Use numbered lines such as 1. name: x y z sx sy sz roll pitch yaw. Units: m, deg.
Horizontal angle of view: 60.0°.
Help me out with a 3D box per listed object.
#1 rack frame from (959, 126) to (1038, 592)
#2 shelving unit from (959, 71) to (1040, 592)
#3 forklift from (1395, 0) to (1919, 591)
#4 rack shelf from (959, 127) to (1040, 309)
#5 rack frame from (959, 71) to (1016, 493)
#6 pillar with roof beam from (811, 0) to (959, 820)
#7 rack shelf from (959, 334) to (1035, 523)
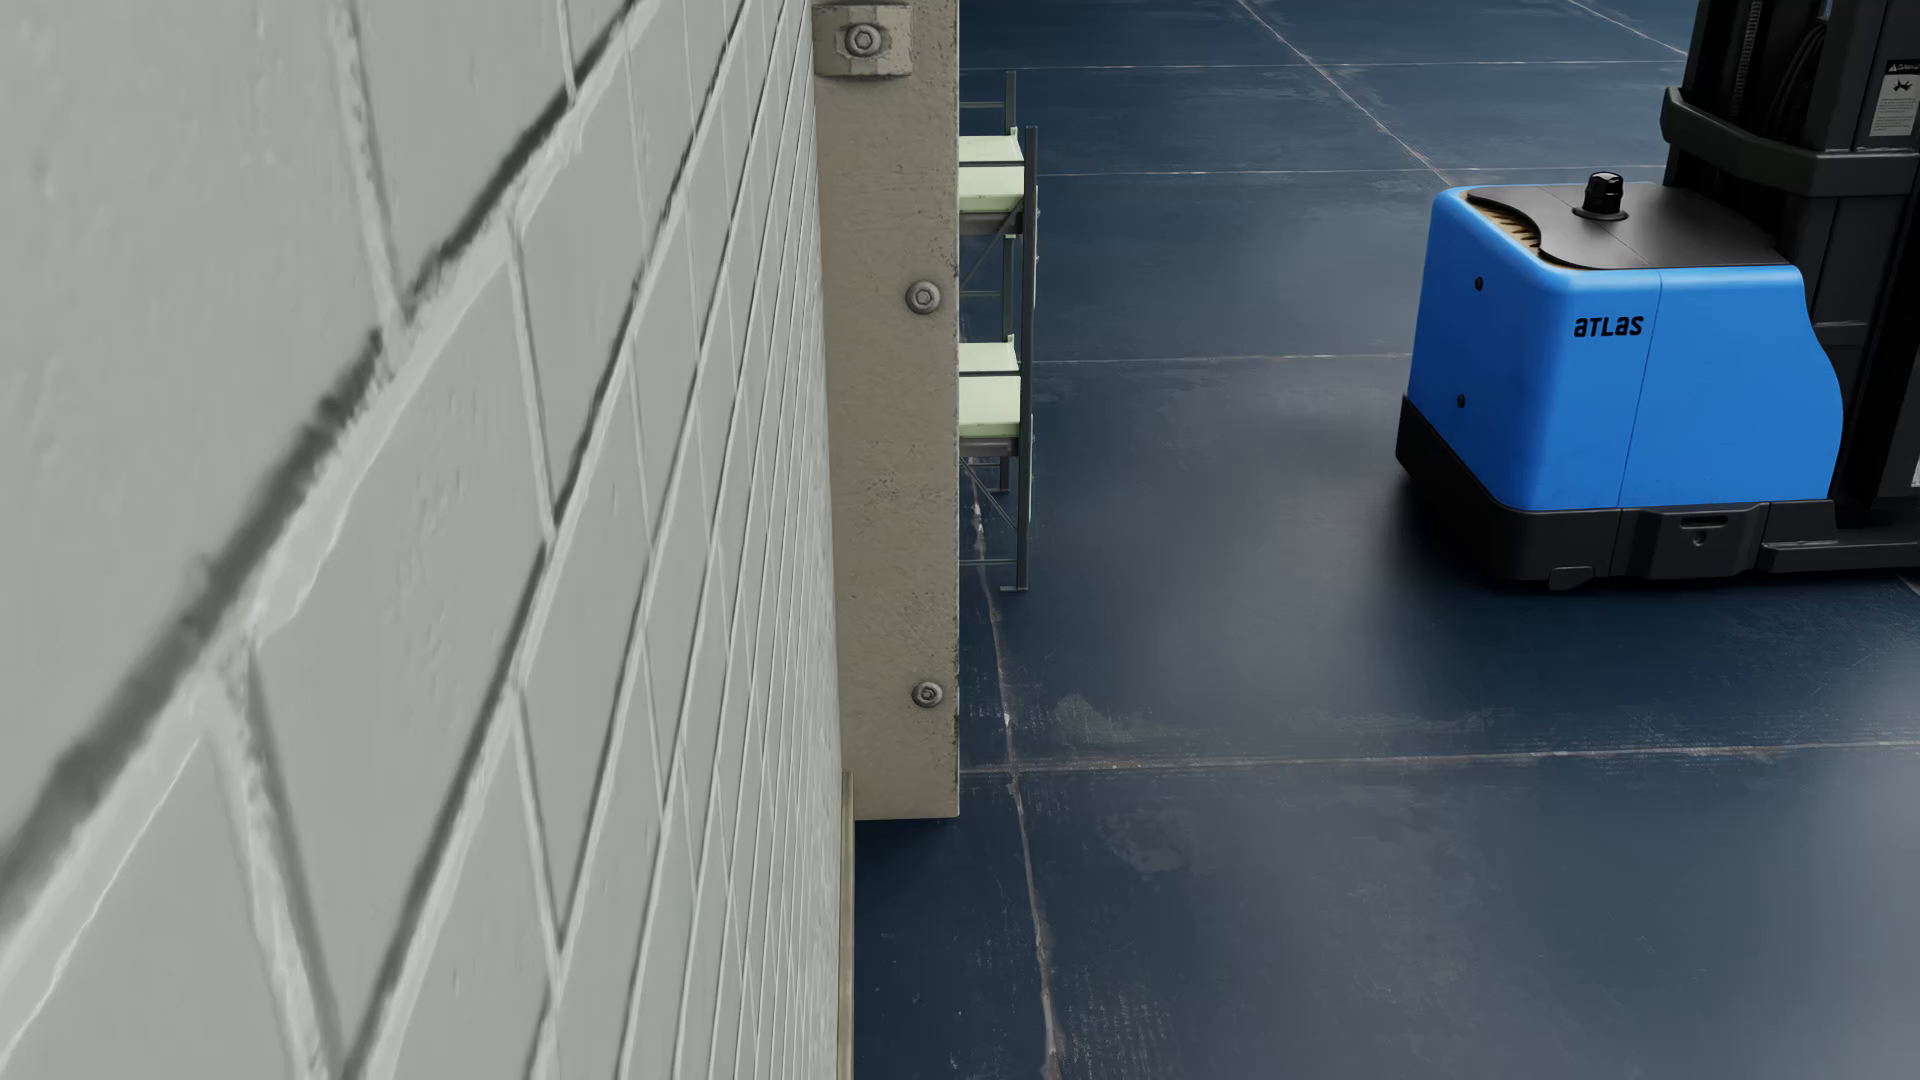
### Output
1. rack frame: 0.019 -0.499 5.041 0.400 1.500 0.023 -1 28 -3
2. shelving unit: 0.000 -0.668 5.365 0.431 1.500 0.755 -1 28 -3
3. forklift: 3.155 -1.409 5.237 3.031 2.935 1.130 -3 28 -5
4. rack shelf: 0.000 -1.014 5.184 0.431 0.370 0.720 -1 28 -3
5. rack frame: -0.019 -0.837 5.689 0.400 1.500 0.023 -1 28 -3
6. pillar with roof beam: 4.132 -3.462 2.612 9.100 9.000 0.400 -1 28 -3
7. rack shelf: 0.000 -0.379 5.515 0.431 0.370 0.720 -1 28 -3
